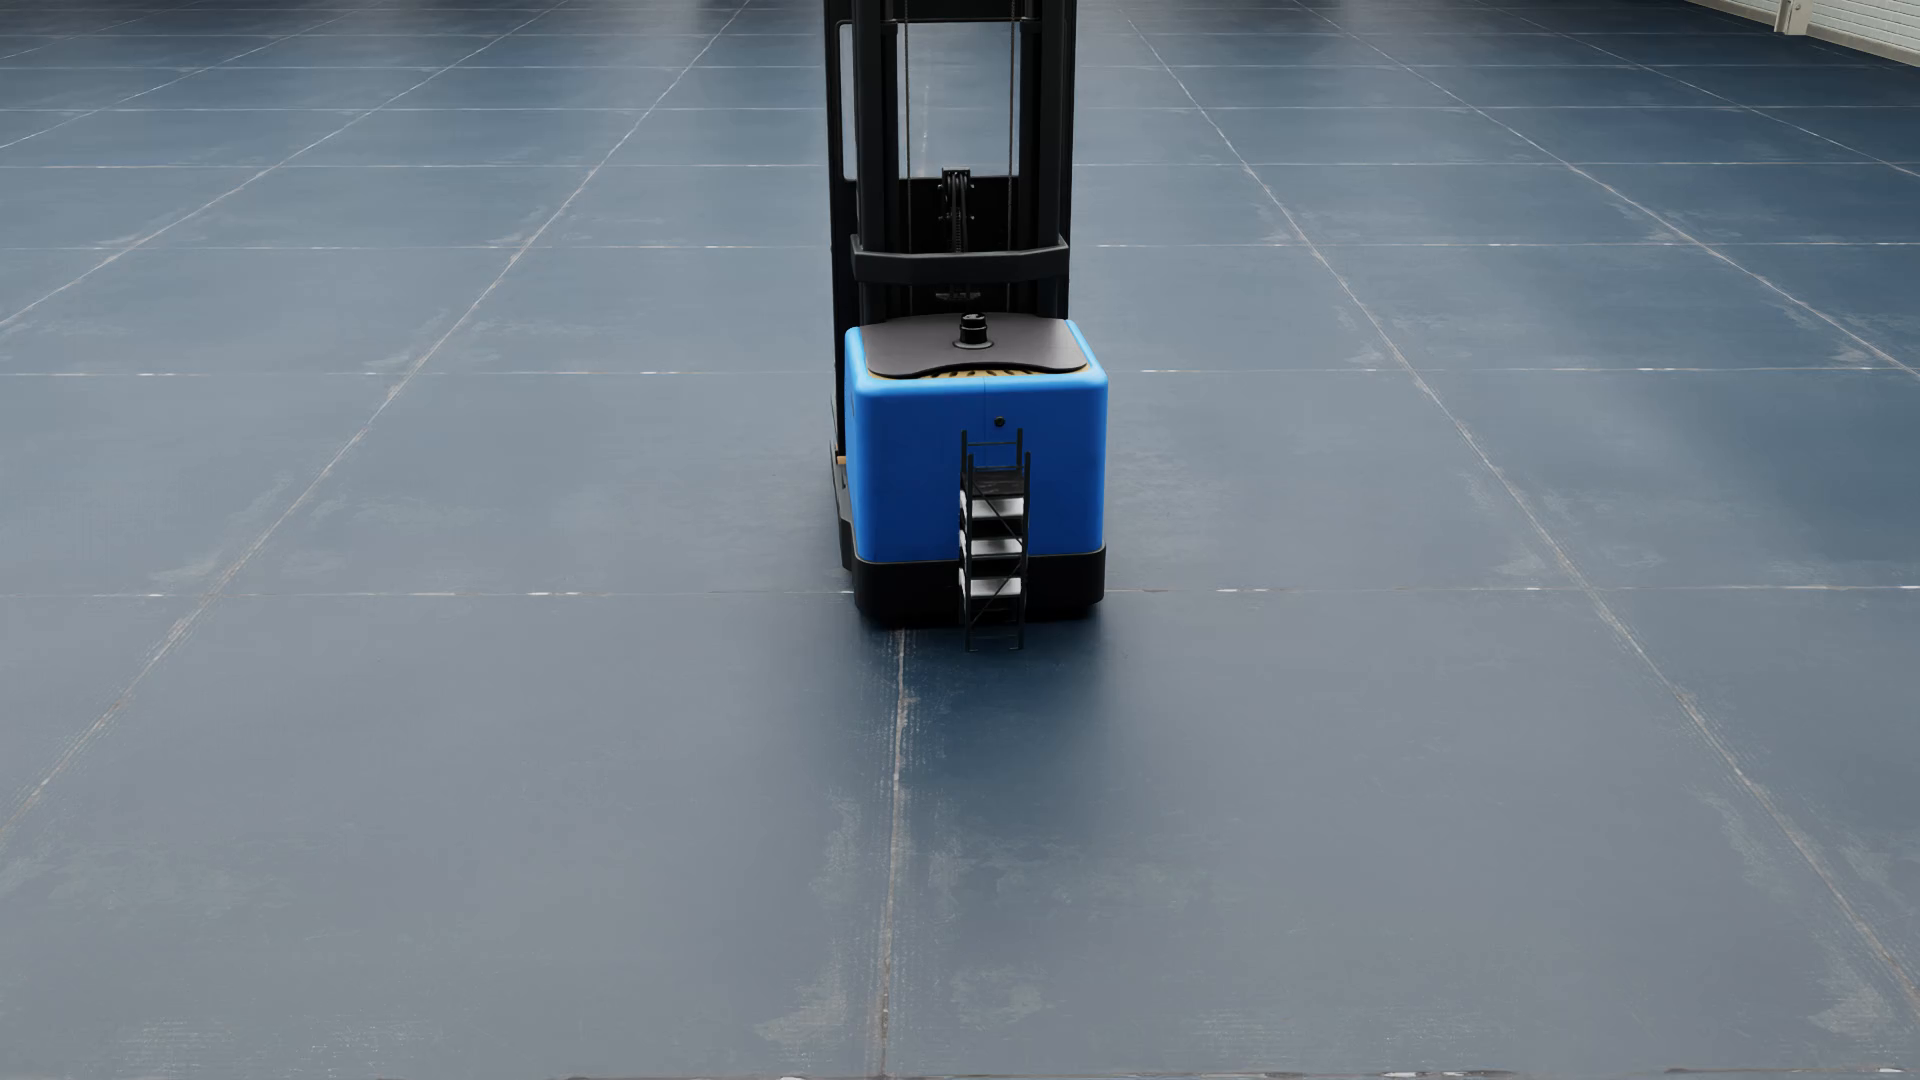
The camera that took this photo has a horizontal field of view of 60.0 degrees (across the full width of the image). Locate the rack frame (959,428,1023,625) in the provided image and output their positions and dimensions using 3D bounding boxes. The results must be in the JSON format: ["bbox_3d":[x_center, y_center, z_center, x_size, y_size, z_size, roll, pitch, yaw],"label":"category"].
[{"bbox_3d":[0.120,-0.043,6.706,0.240,0.900,0.006,-3,30,-6],"label":"rack frame"}]

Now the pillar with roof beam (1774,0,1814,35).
[{"bbox_3d":[7.571,-11.328,21.876,9.100,9.000,0.400,0,24,-1],"label":"pillar with roof beam"}]

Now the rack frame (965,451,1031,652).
[{"bbox_3d":[0.144,0.059,6.532,0.240,0.900,0.006,-3,30,-6],"label":"rack frame"}]

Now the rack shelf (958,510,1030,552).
[{"bbox_3d":[0.133,-0.041,6.591,0.258,0.077,0.200,-3,30,-6],"label":"rack shelf"}]

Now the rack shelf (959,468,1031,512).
[{"bbox_3d":[0.135,-0.197,6.500,0.258,0.077,0.200,-3,30,-6],"label":"rack shelf"}]

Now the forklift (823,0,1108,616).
[{"bbox_3d":[-0.071,-1.594,7.717,1.130,2.935,3.031,-3,24,-6],"label":"forklift"}]

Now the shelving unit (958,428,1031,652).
[{"bbox_3d":[0.132,0.008,6.619,0.258,0.900,0.210,-3,30,-6],"label":"shelving unit"}]

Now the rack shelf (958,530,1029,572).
[{"bbox_3d":[0.131,0.037,6.636,0.258,0.077,0.200,-3,30,-6],"label":"rack shelf"}]

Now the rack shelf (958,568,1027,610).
[{"bbox_3d":[0.129,0.193,6.726,0.258,0.077,0.200,-3,30,-6],"label":"rack shelf"}]

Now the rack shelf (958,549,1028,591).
[{"bbox_3d":[0.130,0.115,6.681,0.258,0.077,0.200,-3,30,-6],"label":"rack shelf"}]

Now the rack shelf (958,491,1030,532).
[{"bbox_3d":[0.134,-0.119,6.545,0.258,0.077,0.200,-3,30,-6],"label":"rack shelf"}]
